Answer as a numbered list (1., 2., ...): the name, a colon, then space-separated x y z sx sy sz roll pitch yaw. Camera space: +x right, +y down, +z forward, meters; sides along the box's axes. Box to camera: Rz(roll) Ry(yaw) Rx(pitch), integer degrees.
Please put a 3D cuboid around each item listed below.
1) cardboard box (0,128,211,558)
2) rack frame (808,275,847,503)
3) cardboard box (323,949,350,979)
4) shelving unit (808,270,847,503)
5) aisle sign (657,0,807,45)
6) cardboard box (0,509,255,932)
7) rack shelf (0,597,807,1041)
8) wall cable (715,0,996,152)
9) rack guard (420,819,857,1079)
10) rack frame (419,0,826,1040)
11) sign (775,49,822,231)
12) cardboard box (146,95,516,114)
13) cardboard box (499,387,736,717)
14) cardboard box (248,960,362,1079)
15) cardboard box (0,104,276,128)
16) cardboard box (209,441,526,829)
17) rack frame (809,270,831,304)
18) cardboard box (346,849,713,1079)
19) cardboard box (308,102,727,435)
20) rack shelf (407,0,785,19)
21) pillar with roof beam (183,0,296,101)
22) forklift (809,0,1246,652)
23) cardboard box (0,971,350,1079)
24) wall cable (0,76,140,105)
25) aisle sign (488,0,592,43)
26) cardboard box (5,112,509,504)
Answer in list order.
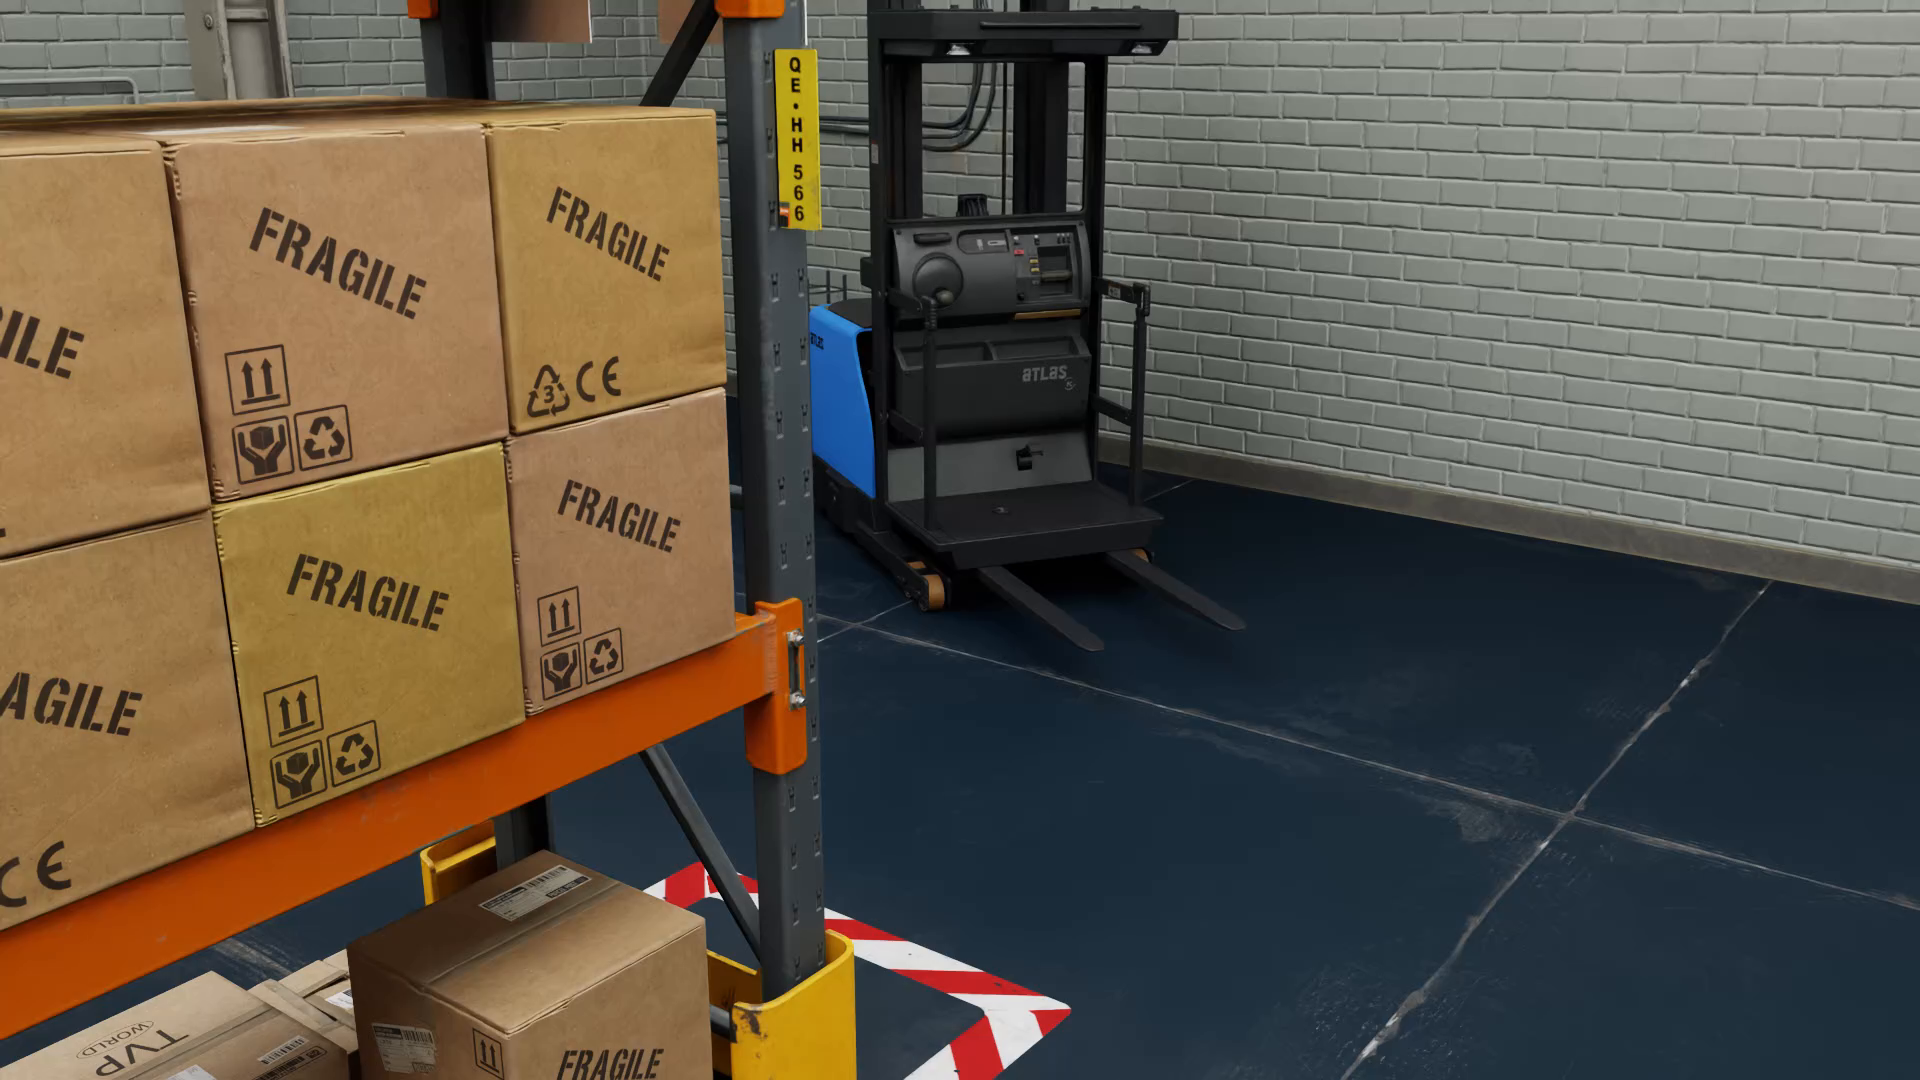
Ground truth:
1. cardboard box: -1.384 -0.267 2.191 0.500 0.500 0.500 13 22 36
2. rack frame: -0.692 -0.787 8.755 0.240 1.200 0.006 -11 20 -31
3. cardboard box: -1.260 1.049 3.872 0.380 0.149 0.250 12 21 35
4. shelving unit: -0.741 -0.810 8.829 0.258 1.200 0.189 -11 20 -31
5. aisle sign: -0.448 -1.345 3.132 0.394 0.787 0.004 12 21 35
6. cardboard box: -1.391 0.208 2.347 0.500 0.500 0.500 13 21 35
7. rack shelf: -1.926 0.679 2.213 1.077 0.370 4.000 12 21 35
8. wall cable: -1.058 -3.681 10.161 3.097 2.526 0.112 12 21 35
9. rack guard: -0.780 1.071 3.952 1.175 0.500 0.348 12 21 35
10. rack frame: -0.734 -0.141 3.640 1.000 3.000 0.127 12 21 35
11. sign: -0.301 -0.742 3.090 0.100 0.325 0.005 12 21 35
12. cardboard box: -1.210 -0.607 3.286 0.500 0.500 0.500 13 22 36
13. cardboard box: -0.783 -0.034 3.127 0.500 0.500 0.500 13 22 36
14. cardboard box: -1.409 1.101 3.677 0.380 0.166 0.250 12 21 35
15. cardboard box: -1.516 -0.481 2.881 0.500 0.500 0.500 13 21 35
16. cardboard box: -1.089 0.090 2.727 0.500 0.500 0.500 13 21 35
17. rack frame: -0.790 -0.833 8.902 0.240 1.200 0.006 -11 20 -31
18. cardboard box: -0.860 1.016 3.388 0.500 0.500 0.500 12 21 35
19. cardboard box: -0.779 -0.512 2.979 0.500 0.500 0.500 12 21 34
20. rack shelf: -1.926 -0.754 1.768 1.077 0.370 4.000 12 21 35
21. pillar with roof beam: -0.343 -3.916 5.679 9.100 9.000 0.400 12 21 35
22. forklift: 0.232 -1.228 7.257 1.130 2.935 3.031 -7 18 -21
23. cardboard box: -1.584 1.161 3.343 0.500 0.250 0.500 12 21 35
24. wall cable: -4.712 -1.973 7.825 0.084 1.984 1.851 12 21 35
25. aisle sign: -0.930 -1.451 3.474 0.394 0.787 0.004 12 21 35
26. cardboard box: -1.079 -0.391 2.591 0.500 0.500 0.500 13 22 36
